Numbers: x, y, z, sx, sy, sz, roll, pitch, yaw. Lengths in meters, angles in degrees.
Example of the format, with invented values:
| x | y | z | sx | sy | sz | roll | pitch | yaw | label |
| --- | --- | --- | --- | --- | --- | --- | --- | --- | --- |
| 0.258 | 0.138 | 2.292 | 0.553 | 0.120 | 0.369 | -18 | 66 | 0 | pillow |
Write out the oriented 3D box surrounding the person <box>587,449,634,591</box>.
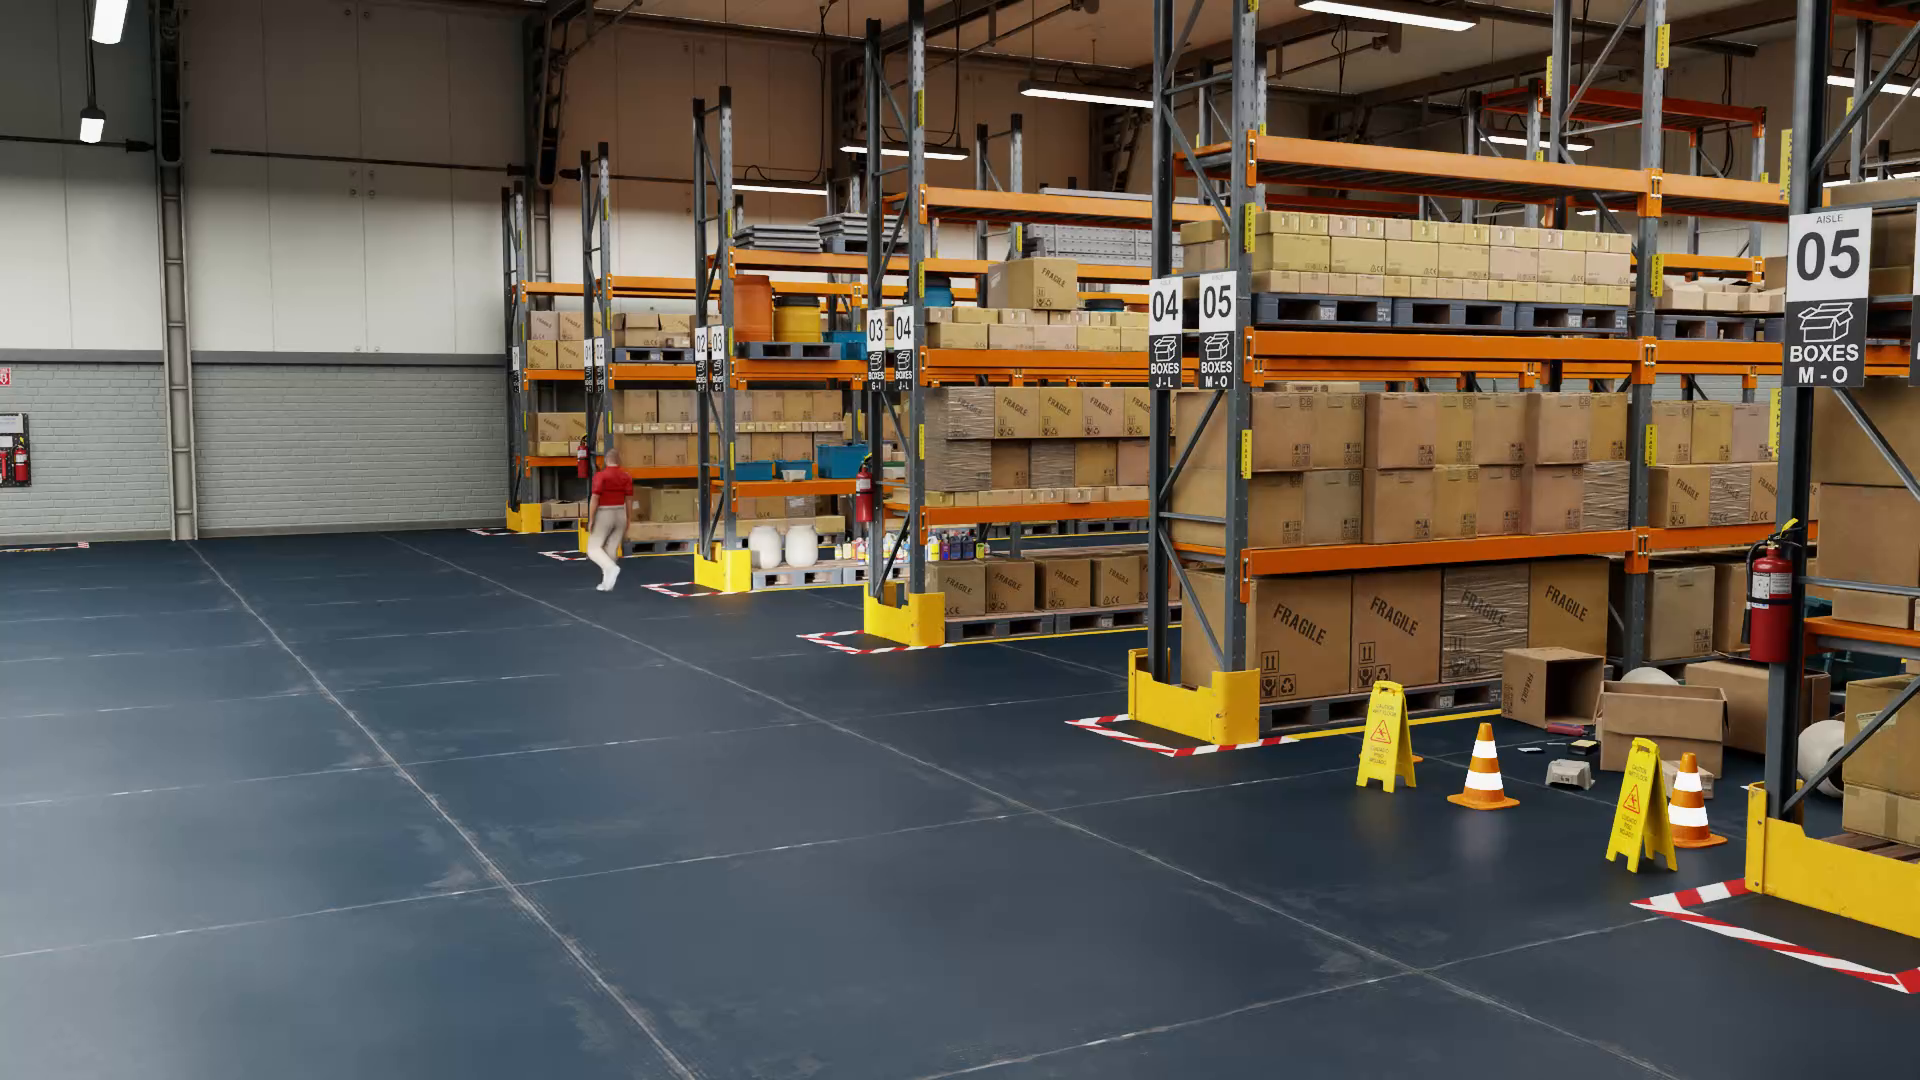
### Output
| x | y | z | sx | sy | sz | roll | pitch | yaw | label |
| --- | --- | --- | --- | --- | --- | --- | --- | --- | --- |
| -4.167 | -0.234 | 19.834 | 0.562 | 1.704 | 0.667 | -5 | 7 | -42 | person |
